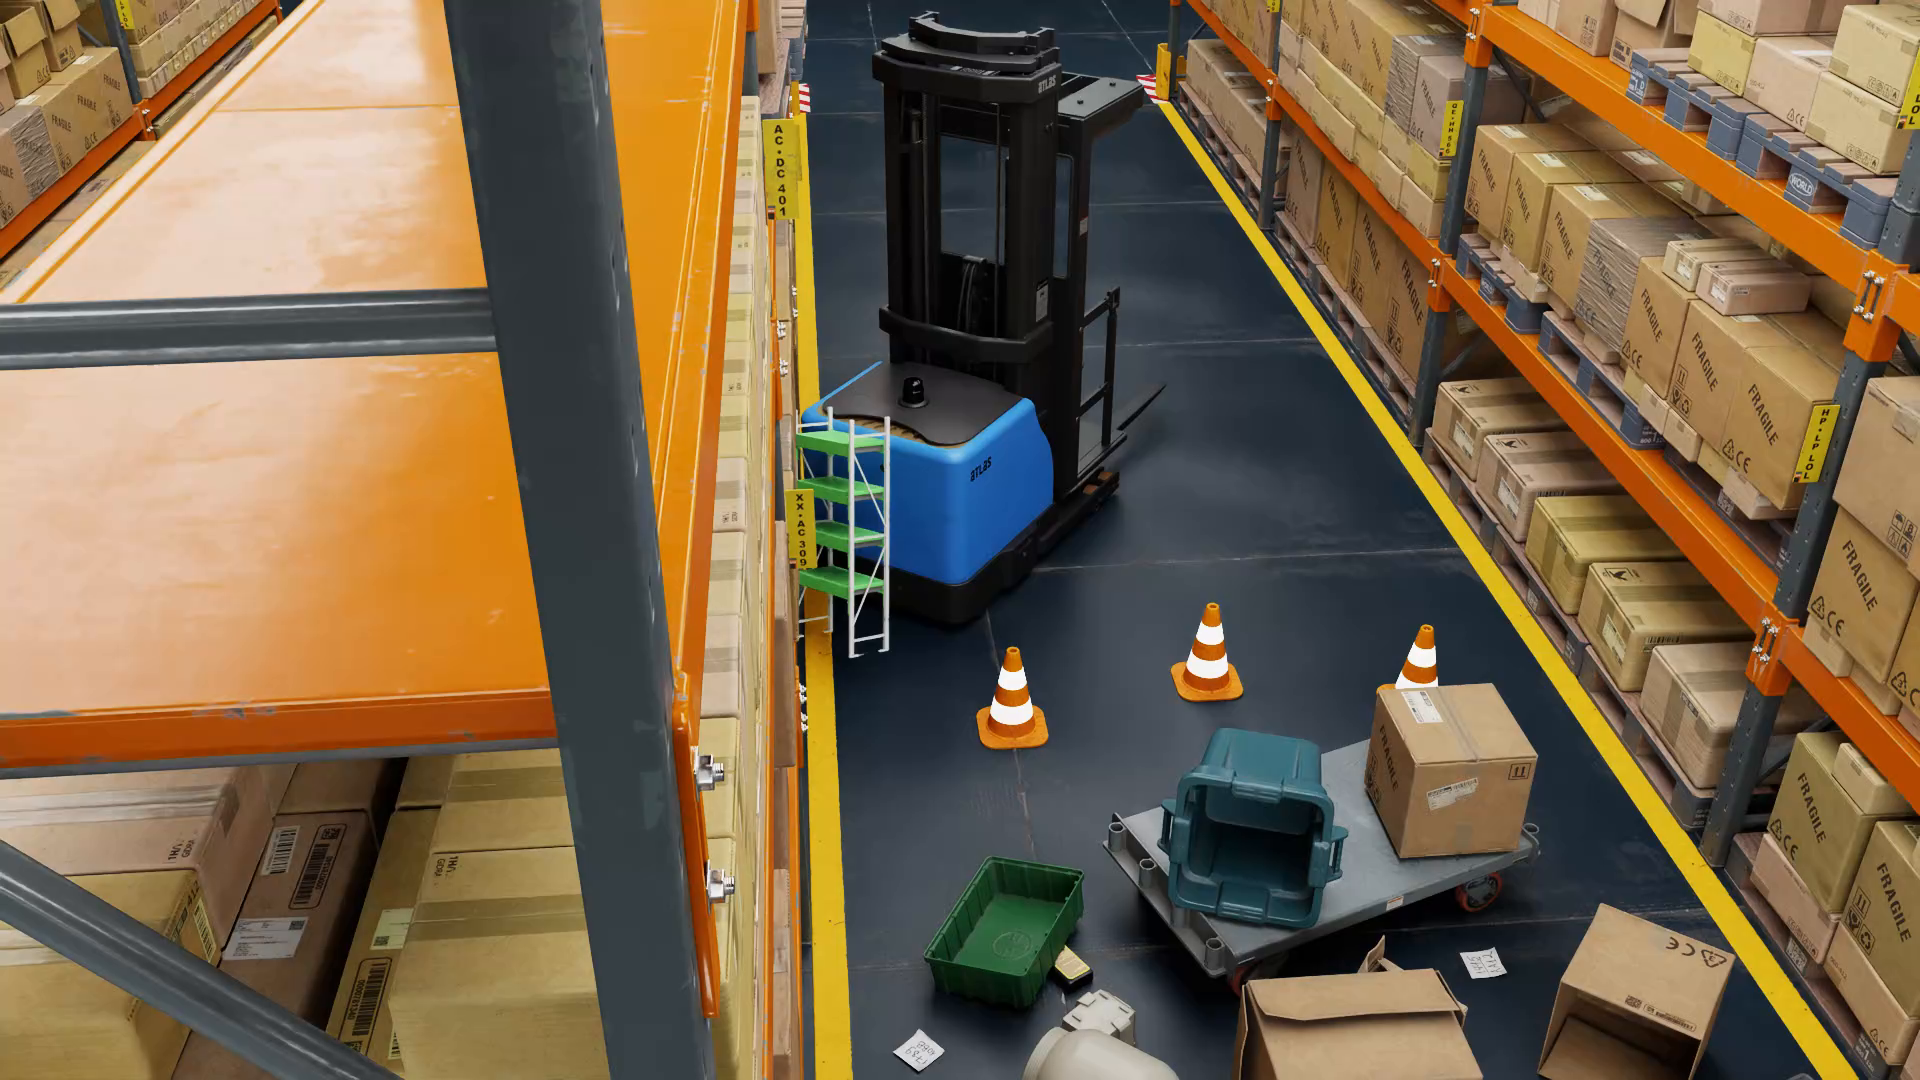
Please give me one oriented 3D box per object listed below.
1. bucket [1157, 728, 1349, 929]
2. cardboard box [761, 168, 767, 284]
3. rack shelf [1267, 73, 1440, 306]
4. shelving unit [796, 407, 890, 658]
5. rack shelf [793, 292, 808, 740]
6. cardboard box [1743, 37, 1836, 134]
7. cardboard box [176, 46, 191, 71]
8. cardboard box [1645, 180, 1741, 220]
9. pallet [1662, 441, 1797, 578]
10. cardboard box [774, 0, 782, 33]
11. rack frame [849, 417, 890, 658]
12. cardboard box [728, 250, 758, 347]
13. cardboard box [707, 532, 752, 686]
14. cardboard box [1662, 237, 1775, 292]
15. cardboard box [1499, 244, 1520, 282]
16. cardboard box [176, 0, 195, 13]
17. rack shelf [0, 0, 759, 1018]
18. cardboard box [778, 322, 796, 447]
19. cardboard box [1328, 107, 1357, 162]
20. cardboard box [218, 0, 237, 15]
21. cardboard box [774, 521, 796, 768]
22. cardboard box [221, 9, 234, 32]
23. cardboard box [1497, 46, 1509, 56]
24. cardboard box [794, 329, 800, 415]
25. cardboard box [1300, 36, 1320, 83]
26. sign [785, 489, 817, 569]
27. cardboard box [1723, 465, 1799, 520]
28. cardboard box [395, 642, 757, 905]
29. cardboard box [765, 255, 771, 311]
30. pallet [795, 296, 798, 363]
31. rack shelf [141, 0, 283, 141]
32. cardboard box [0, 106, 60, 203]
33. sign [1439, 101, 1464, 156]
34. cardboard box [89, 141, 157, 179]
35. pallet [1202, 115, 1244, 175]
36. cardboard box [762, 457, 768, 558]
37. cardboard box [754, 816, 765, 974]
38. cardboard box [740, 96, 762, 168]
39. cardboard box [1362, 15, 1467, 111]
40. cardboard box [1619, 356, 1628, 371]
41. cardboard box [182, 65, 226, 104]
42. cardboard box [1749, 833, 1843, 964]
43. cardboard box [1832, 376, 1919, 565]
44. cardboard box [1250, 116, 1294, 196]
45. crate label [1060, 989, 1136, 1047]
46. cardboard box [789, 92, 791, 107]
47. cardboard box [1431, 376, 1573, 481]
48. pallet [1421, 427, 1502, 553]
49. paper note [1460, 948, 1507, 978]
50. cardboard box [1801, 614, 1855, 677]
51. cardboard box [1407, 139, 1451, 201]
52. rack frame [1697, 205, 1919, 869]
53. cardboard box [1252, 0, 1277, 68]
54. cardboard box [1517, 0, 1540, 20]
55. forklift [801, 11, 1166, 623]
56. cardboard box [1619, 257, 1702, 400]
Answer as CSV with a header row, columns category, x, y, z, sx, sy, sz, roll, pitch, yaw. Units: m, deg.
category,x,y,z,sx,sy,sz,roll,pitch,yaw
bucket,1.187,1.107,6.682,0.726,0.611,0.620,8,22,13
cardboard box,-0.820,-0.940,4.823,0.500,0.250,0.500,-3,31,-5
rack shelf,3.237,-2.648,11.960,1.077,0.370,4.000,-3,31,-5
shelving unit,-0.611,-0.049,8.499,0.258,1.200,0.503,-9,15,-39
rack shelf,-1.308,-0.317,8.058,1.077,0.370,4.000,-3,31,-5
cardboard box,3.556,-1.847,6.729,0.500,0.250,0.500,-2,31,-4
cardboard box,-6.589,-3.965,13.709,0.380,0.149,0.250,-4,31,-6
cardboard box,3.851,-1.547,8.618,0.500,0.500,0.500,-5,31,-8
pallet,3.871,-0.208,7.361,1.003,0.211,1.213,-3,31,-5
cardboard box,-1.099,-2.600,7.834,0.500,0.311,0.500,-3,31,-5
rack frame,-0.454,-0.010,8.316,0.240,1.200,0.015,-9,15,-39
cardboard box,-0.653,-0.534,3.755,0.380,0.149,0.250,-3,31,-5
cardboard box,-0.532,0.119,2.662,0.380,0.149,0.250,-2,31,-4
cardboard box,3.403,-1.238,7.468,0.380,0.149,0.250,-4,31,-7
cardboard box,3.242,-1.546,9.248,0.380,0.149,0.250,-5,31,-8
cardboard box,-6.698,-4.662,13.756,0.500,0.500,0.500,-4,31,-6
rack shelf,-0.935,-0.679,3.203,1.077,0.370,4.000,-3,31,-5
cardboard box,-1.042,-0.701,7.902,0.500,0.500,0.500,-2,31,-4
cardboard box,2.948,-2.894,11.817,0.500,0.250,0.500,-3,31,-5
cardboard box,-6.786,-4.855,14.810,0.500,0.250,0.500,-4,31,-6
cardboard box,-0.954,0.332,5.069,0.875,0.550,0.550,-3,31,-5
cardboard box,-6.708,-4.618,14.801,0.380,0.149,0.250,-3,31,-4
cardboard box,3.565,-2.924,10.649,0.500,0.500,0.500,-3,31,-4
cardboard box,-1.307,-1.128,10.741,0.500,0.500,0.500,-4,31,-7
cardboard box,2.887,-3.625,12.553,0.500,0.250,0.500,-2,31,-4
sign,-0.569,-0.038,5.967,0.100,0.325,0.005,-3,31,-5
cardboard box,3.475,-0.215,7.022,0.380,0.149,0.250,-2,31,-4
cardboard box,-0.586,0.345,2.671,0.500,0.250,0.500,-3,31,-5
cardboard box,-0.745,-0.709,4.825,0.380,0.149,0.250,-2,31,-4
pallet,-1.678,-1.470,12.006,1.003,0.211,1.213,-3,31,-5
rack shelf,-7.004,-4.215,14.584,1.077,0.370,4.000,-3,31,-5
cardboard box,-6.364,-2.545,10.989,0.500,0.500,0.500,-3,31,-4
sign,2.871,-2.405,9.722,0.100,0.325,0.005,-3,31,-5
cardboard box,-6.737,-2.446,12.582,1.225,0.875,0.875,-3,31,-4
pallet,2.940,-3.797,15.902,1.003,0.211,1.213,-3,31,-5
cardboard box,-0.626,-0.058,3.736,0.380,0.149,0.250,-3,31,-5
cardboard box,-0.508,0.586,2.657,0.380,0.149,0.250,-3,31,-4
cardboard box,-0.770,-1.179,4.834,0.380,0.149,0.250,-3,31,-5
cardboard box,3.019,-3.175,11.068,0.500,0.500,0.500,-3,31,-5
cardboard box,3.471,-0.876,8.128,0.380,0.149,0.250,-4,31,-6
cardboard box,-6.883,-3.572,14.467,0.875,0.875,0.875,-3,31,-5
cardboard box,3.584,1.421,6.719,0.500,0.250,0.500,-4,31,-7
cardboard box,3.623,-0.258,5.895,0.700,0.500,0.500,-3,31,-5
cardboard box,3.098,-3.384,14.580,0.875,0.438,0.875,-3,31,-5
crate label,0.536,1.889,6.455,0.250,0.136,0.298,27,40,37
cardboard box,-1.782,-4.158,15.577,0.380,0.149,0.250,-2,31,-3
cardboard box,3.467,-0.699,10.149,0.950,0.372,0.625,-5,31,-8
pallet,3.495,-0.340,10.113,1.003,0.211,1.213,-3,31,-5
paper note,2.148,1.733,6.819,0.148,0.019,0.142,-3,31,-5
cardboard box,3.508,0.390,6.417,0.380,0.149,0.250,-3,31,-5
cardboard box,3.126,-2.321,10.370,0.500,0.250,0.500,-3,31,-5
rack frame,3.797,0.106,6.647,1.000,3.000,0.127,-3,31,-5
cardboard box,2.752,-4.245,13.835,0.500,0.500,0.500,-2,31,-4
cardboard box,3.284,-2.947,9.079,0.380,0.149,0.250,-3,31,-5
forklift,0.319,-1.536,9.464,1.130,2.935,3.031,17,35,26
cardboard box,3.436,-0.986,7.679,0.500,0.500,0.500,-2,31,-3
